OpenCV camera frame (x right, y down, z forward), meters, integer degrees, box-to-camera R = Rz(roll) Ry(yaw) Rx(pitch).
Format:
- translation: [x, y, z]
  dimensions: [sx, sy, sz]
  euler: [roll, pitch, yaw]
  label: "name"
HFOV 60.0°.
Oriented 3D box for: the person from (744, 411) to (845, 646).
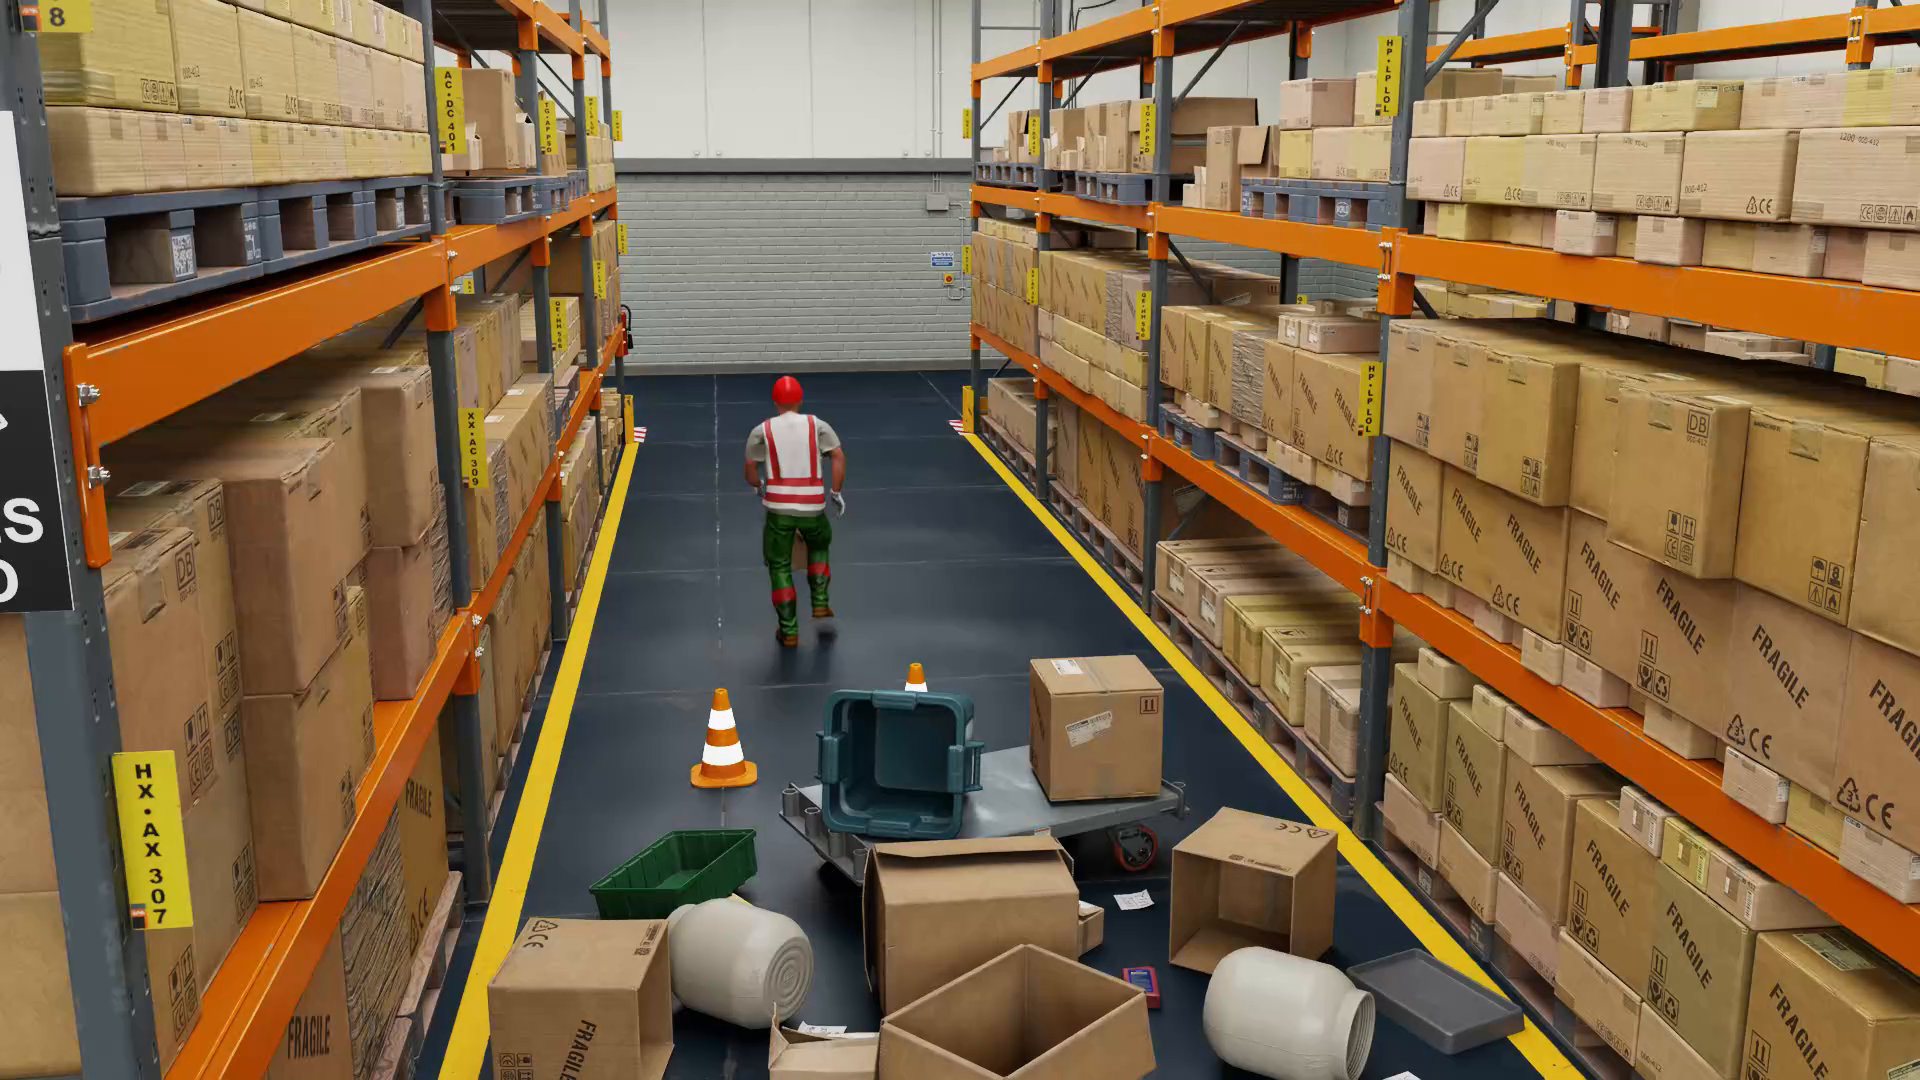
- translation: [-1.098, -0.114, 11.056]
  dimensions: [0.645, 1.507, 0.683]
  euler: [-3, 13, -12]
  label: "person"
